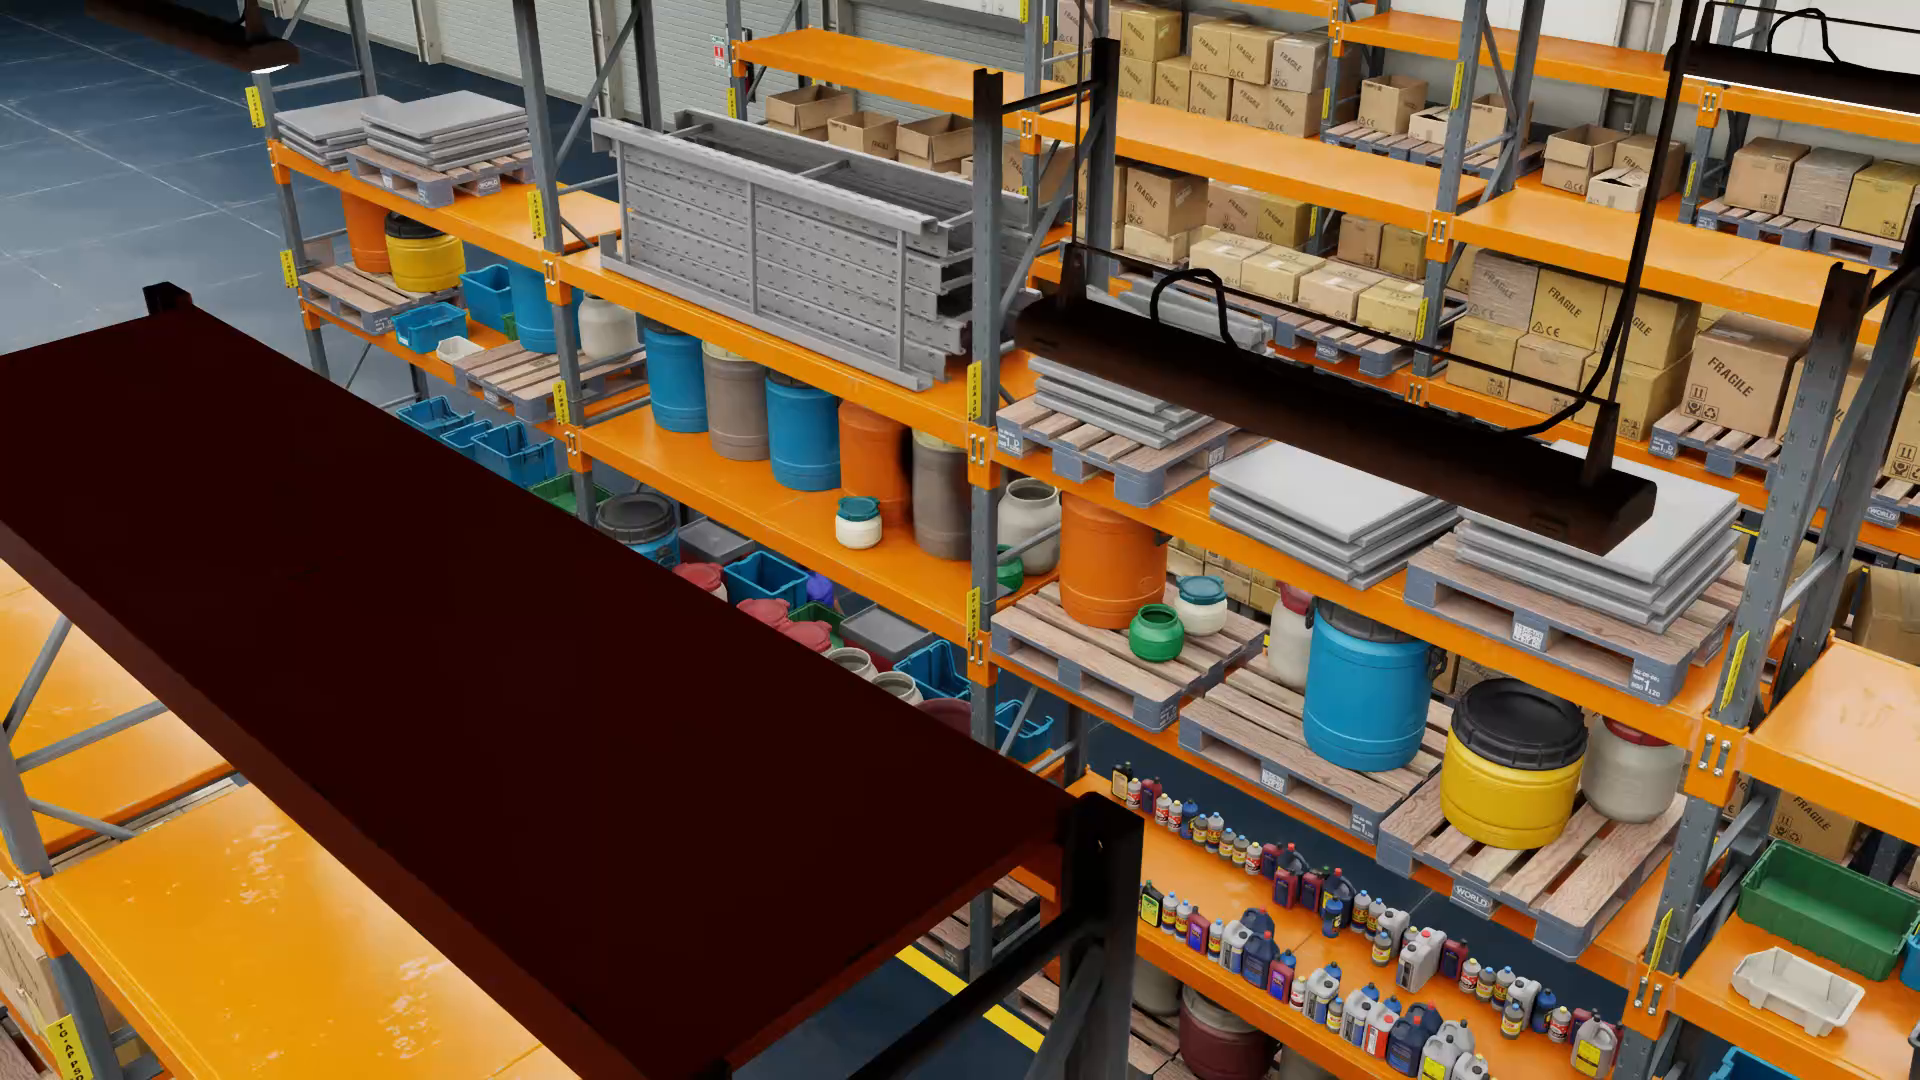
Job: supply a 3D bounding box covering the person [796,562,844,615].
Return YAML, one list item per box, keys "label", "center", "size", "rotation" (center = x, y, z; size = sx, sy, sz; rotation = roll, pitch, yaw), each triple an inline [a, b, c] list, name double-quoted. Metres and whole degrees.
- label: "person"
  center: [-1.100, 0.779, 13.230]
  size: [0.497, 1.657, 0.494]
  rotation: [5, 30, 9]
